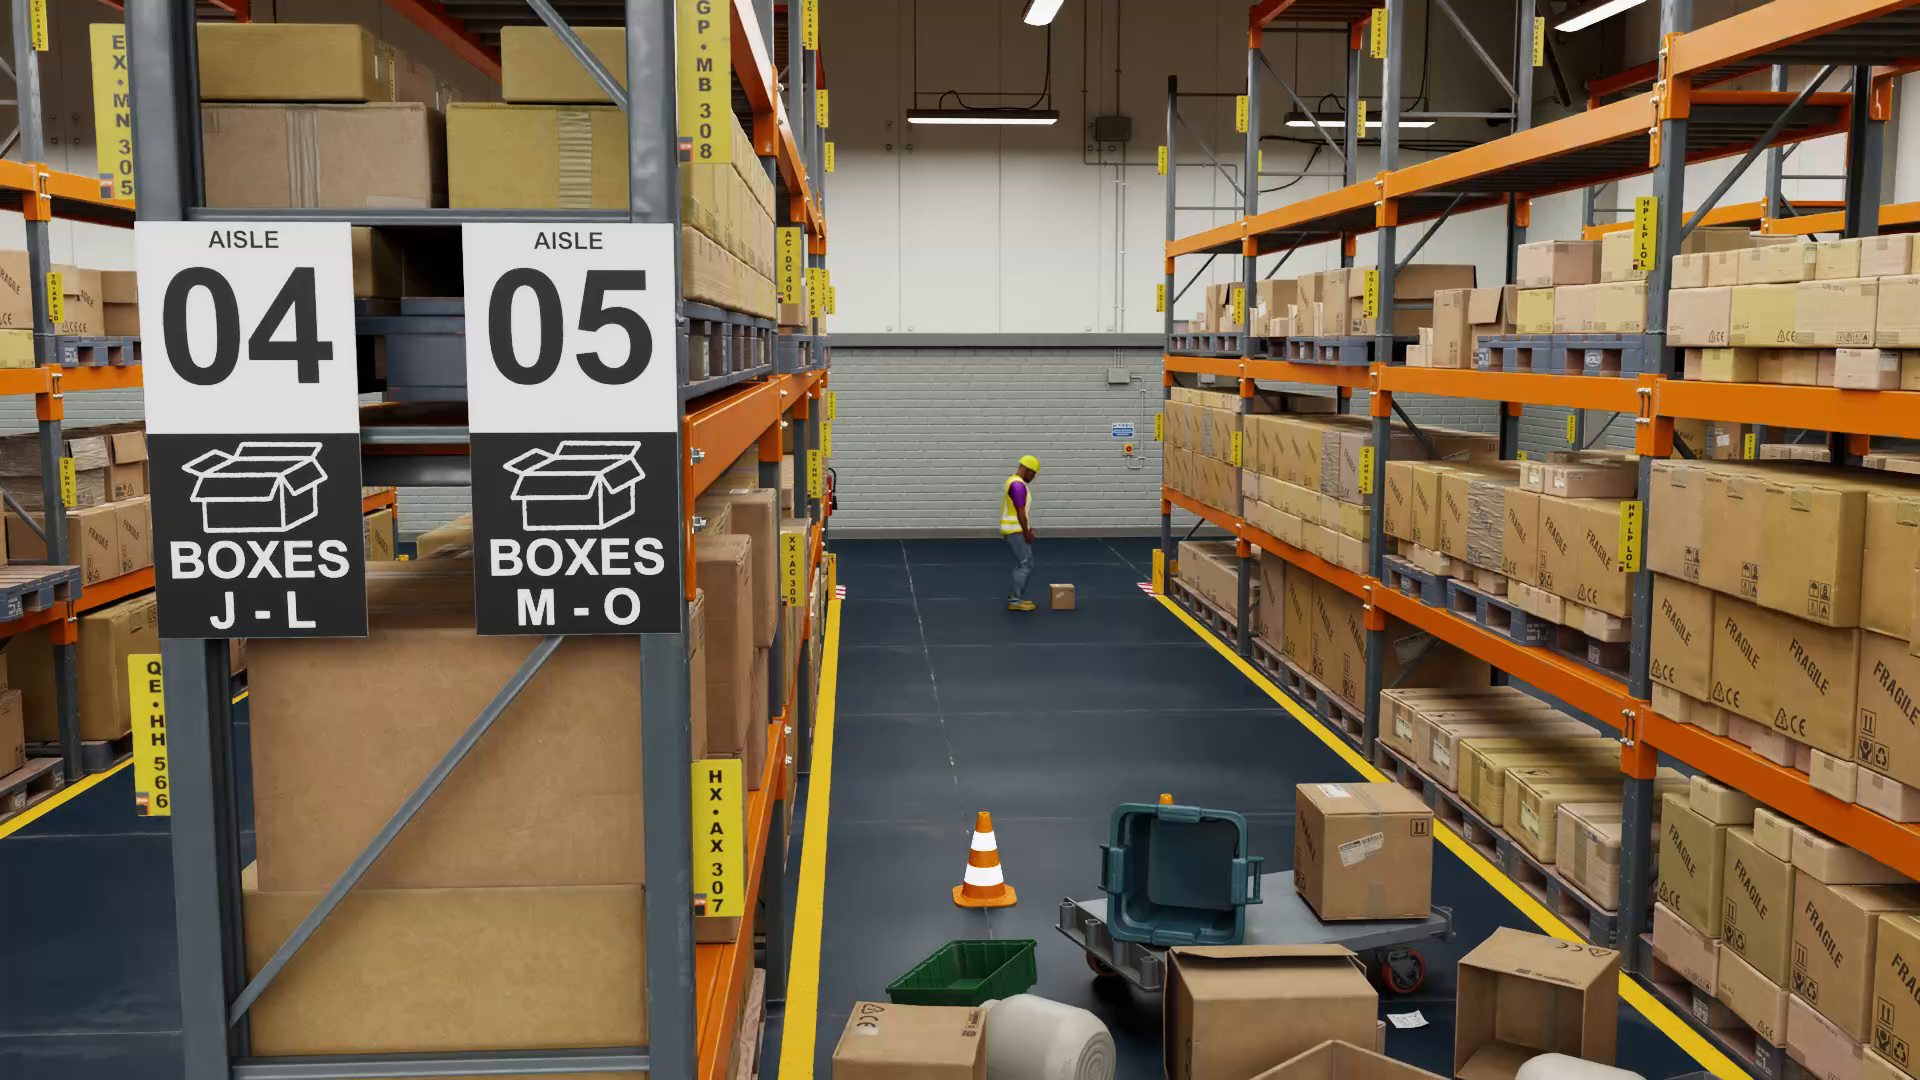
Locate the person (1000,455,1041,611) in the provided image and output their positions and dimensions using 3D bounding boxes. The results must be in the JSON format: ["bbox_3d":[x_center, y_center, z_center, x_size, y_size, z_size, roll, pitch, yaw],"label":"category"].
[{"bbox_3d":[0.680,-0.089,18.605,0.453,1.717,0.591,0,7,-2],"label":"person"}]
